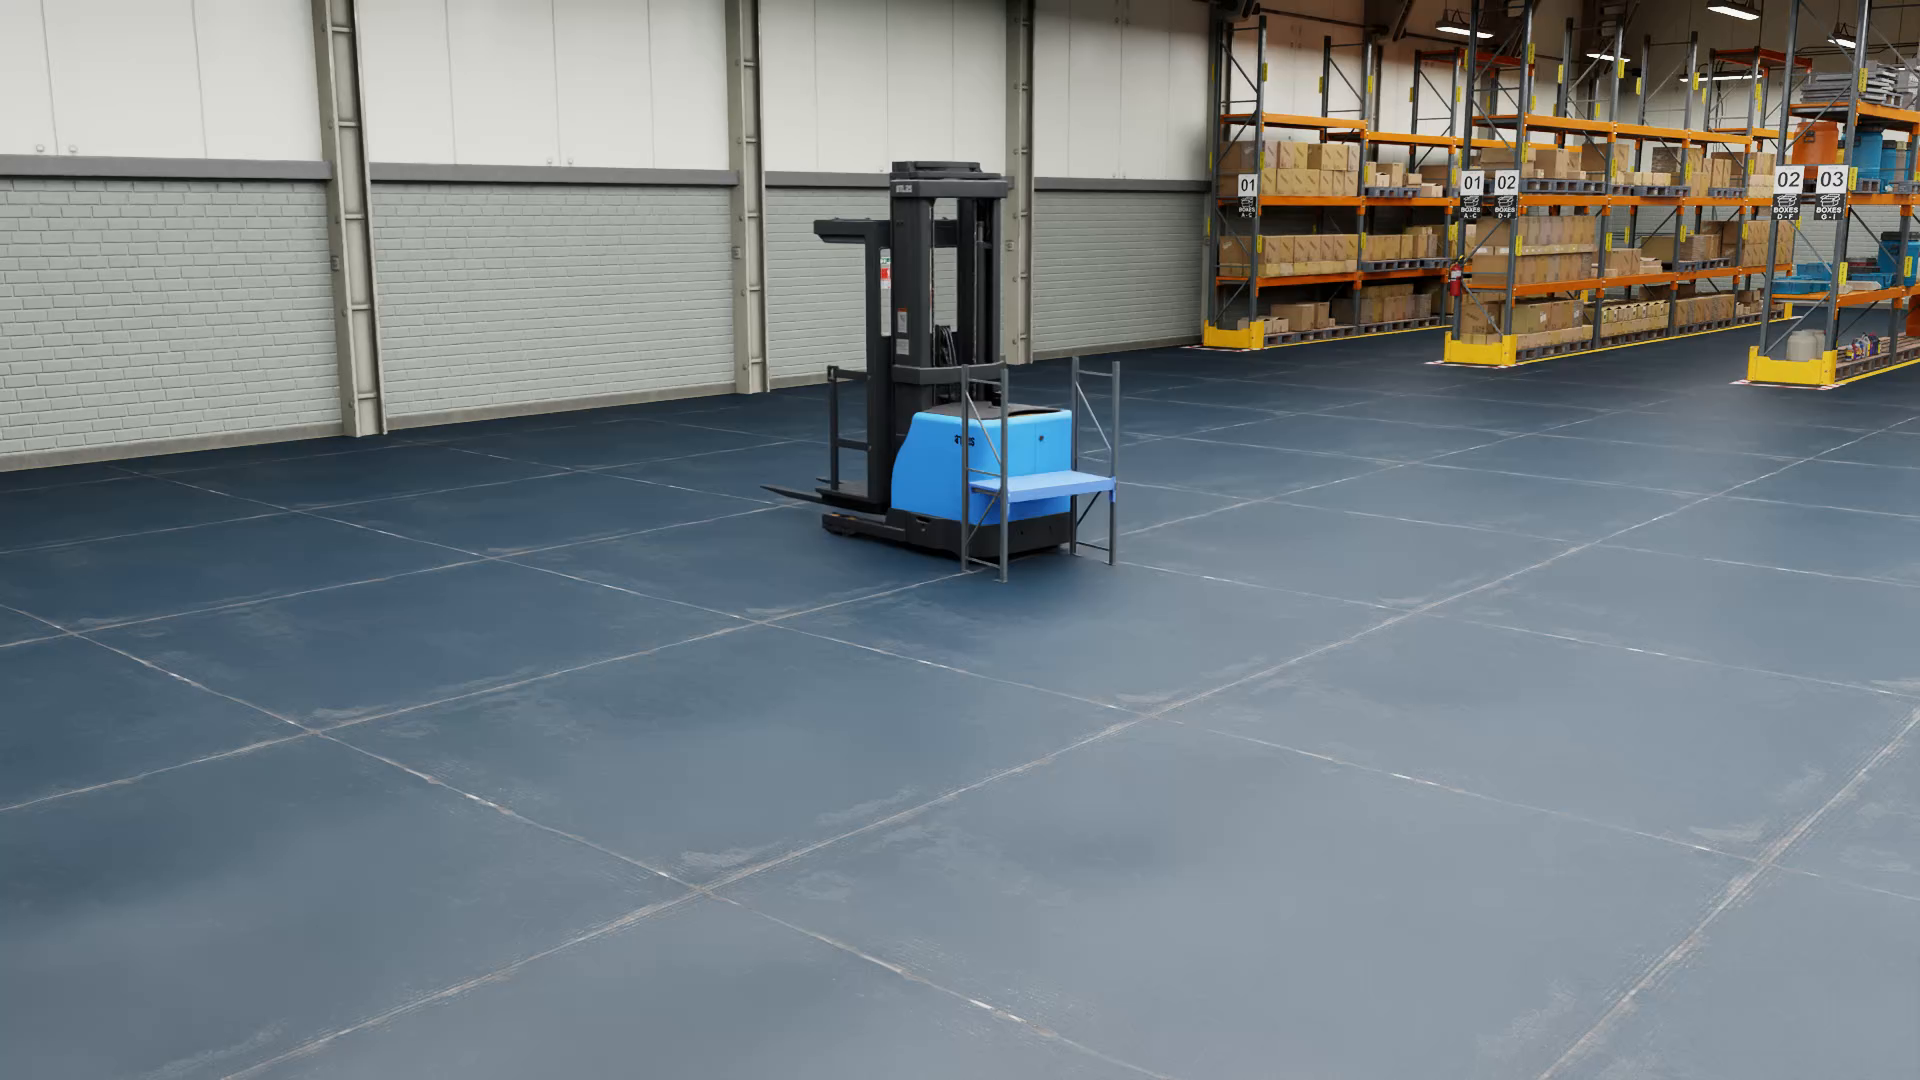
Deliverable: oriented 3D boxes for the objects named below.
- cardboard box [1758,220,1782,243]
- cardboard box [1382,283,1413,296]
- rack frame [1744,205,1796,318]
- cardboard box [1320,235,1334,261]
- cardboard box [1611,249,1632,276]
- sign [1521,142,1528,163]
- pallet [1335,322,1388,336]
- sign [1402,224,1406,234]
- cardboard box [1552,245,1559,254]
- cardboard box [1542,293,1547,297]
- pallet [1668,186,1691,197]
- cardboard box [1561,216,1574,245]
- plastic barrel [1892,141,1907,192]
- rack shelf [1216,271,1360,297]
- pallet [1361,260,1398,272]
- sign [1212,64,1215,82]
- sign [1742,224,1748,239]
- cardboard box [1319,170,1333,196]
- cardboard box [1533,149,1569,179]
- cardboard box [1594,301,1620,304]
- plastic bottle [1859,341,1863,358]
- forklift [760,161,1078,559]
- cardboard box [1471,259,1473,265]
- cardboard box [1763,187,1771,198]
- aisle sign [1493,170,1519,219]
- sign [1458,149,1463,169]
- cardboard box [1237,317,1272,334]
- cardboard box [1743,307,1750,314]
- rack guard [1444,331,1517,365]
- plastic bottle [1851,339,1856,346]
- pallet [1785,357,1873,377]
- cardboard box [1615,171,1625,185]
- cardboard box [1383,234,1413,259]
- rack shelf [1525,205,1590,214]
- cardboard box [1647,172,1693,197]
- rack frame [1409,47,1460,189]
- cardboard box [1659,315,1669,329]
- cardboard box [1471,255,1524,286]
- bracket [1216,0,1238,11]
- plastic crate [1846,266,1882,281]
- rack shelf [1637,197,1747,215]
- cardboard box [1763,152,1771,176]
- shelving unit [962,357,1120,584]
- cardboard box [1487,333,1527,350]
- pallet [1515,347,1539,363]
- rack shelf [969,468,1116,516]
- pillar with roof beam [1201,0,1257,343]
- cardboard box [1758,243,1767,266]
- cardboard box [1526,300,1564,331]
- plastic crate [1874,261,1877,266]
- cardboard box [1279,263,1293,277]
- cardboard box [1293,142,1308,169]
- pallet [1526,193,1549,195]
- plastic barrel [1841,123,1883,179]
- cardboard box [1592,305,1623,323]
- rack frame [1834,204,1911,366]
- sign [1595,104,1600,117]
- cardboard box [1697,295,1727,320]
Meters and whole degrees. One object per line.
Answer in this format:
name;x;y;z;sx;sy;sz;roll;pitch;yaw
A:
cardboard box;18.666;-7.137;38.478;0.500;0.500;0.500;10;15;42
cardboard box;9.561;-5.482;36.345;0.500;0.250;0.500;10;15;41
rack frame;19.425;-6.850;39.849;1.000;3.000;0.127;10;15;40
cardboard box;7.034;-5.772;32.869;0.500;0.500;0.500;9;15;39
cardboard box;12.701;-5.396;32.312;0.500;0.500;0.500;10;15;40
sign;9.276;-6.362;27.313;0.100;0.325;0.005;10;15;40
pallet;8.293;-4.472;35.061;1.003;0.211;1.213;10;15;40
sign;10.001;-6.952;37.404;0.100;0.325;0.005;10;15;40
cardboard box;10.299;-5.119;29.272;0.380;0.149;0.250;10;15;41
cardboard box;14.306;-6.127;41.540;0.700;0.500;0.500;10;15;42
pallet;13.763;-6.940;33.123;1.213;0.211;1.003;11;16;43
cardboard box;10.552;-5.556;29.801;0.700;0.500;0.500;10;15;40
plastic barrel;15.826;-6.359;28.455;0.600;0.901;0.600;0;11;0
rack shelf;6.460;-5.077;32.811;1.077;0.370;4.000;10;15;40
pallet;8.394;-5.724;34.701;1.003;0.211;1.213;10;15;40
sign;4.736;-8.688;30.947;0.100;0.325;0.005;10;15;40
sign;17.204;-6.758;36.433;0.100;0.325;0.005;10;15;40
cardboard box;6.952;-6.989;32.579;0.500;0.500;0.500;9;14;38
cardboard box;10.165;-6.500;28.751;0.500;0.500;0.500;10;15;40
cardboard box;12.899;-4.613;33.167;0.500;0.311;0.500;9;15;39
plastic bottle;14.438;-3.054;26.688;0.097;0.271;0.097;0;11;0
forklift;-0.466;-1.517;13.324;1.130;2.935;3.031;-10;15;-42
cardboard box;11.640;-6.411;38.241;0.380;0.149;0.250;10;15;41
cardboard box;17.955;-7.845;37.555;0.500;0.250;0.500;10;15;40
aisle sign;9.050;-5.722;27.562;0.394;0.787;0.004;10;15;40
sign;8.465;-6.435;28.052;0.100;0.325;0.005;10;15;40
cardboard box;5.664;-4.123;31.939;0.500;0.311;0.500;8;14;34
cardboard box;17.787;-5.250;37.950;0.380;0.166;0.250;10;15;40
rack guard;8.847;-3.267;28.291;1.175;0.500;0.348;10;15;40
plastic bottle;14.483;-3.110;26.935;0.061;0.283;0.133;10;15;40
pallet;13.942;-2.802;26.703;1.003;0.211;1.213;10;15;40
cardboard box;12.278;-6.859;31.544;0.500;0.250;0.500;8;14;35
cardboard box;9.312;-6.321;35.823;0.700;0.500;0.500;10;15;40
rack shelf;14.381;-8.314;41.357;1.077;0.370;4.000;10;15;40
cardboard box;14.407;-7.262;33.996;0.910;0.500;0.500;10;15;40
rack frame;10.420;-9.255;36.573;1.000;3.000;0.127;10;15;40
cardboard box;13.980;-4.422;33.639;0.500;0.250;0.500;10;15;42
cardboard box;9.181;-4.612;28.389;0.700;0.500;0.500;10;15;40
bracket;4.944;-9.951;30.867;0.235;0.232;0.430;10;15;40
plastic crate;14.781;-4.353;27.504;0.767;0.338;0.504;10;15;40
rack shelf;15.464;-7.086;35.206;1.077;0.370;4.000;10;15;40
cardboard box;17.839;-8.478;37.533;0.700;0.500;0.500;10;15;40
shelving unit;0.582;-0.529;12.030;1.048;1.500;0.538;-8;14;-35
cardboard box;9.384;-3.404;28.543;0.500;0.250;0.500;10;15;40
pallet;9.336;-3.247;28.927;1.003;0.211;1.213;10;15;40
rack shelf;0.582;-0.353;12.065;1.000;0.185;0.538;-8;14;-35
pillar with roof beam;8.186;-7.736;28.969;9.100;9.000;0.548;10;15;40
cardboard box;17.993;-6.499;37.838;0.500;0.500;0.500;10;15;40
cardboard box;10.376;-3.992;29.572;0.500;0.500;0.500;10;15;40
plastic crate;15.716;-4.638;28.816;0.392;0.384;0.575;10;15;40
cardboard box;6.032;-5.181;31.826;0.500;0.250;0.500;9;15;39
cardboard box;6.275;-7.325;31.712;0.500;0.500;0.500;10;15;42
pallet;13.609;-8.448;40.418;1.003;0.211;1.213;10;15;40
plastic barrel;14.484;-6.234;26.753;0.600;0.901;0.708;10;15;40
cardboard box;12.298;-4.319;31.692;0.500;0.311;0.500;10;15;40
rack frame;15.222;-4.444;27.801;1.000;3.000;0.127;10;15;40
sign;16.099;-10.857;42.005;0.100;0.325;0.005;10;15;40
cardboard box;16.341;-5.070;36.197;0.500;0.500;0.500;10;15;41
